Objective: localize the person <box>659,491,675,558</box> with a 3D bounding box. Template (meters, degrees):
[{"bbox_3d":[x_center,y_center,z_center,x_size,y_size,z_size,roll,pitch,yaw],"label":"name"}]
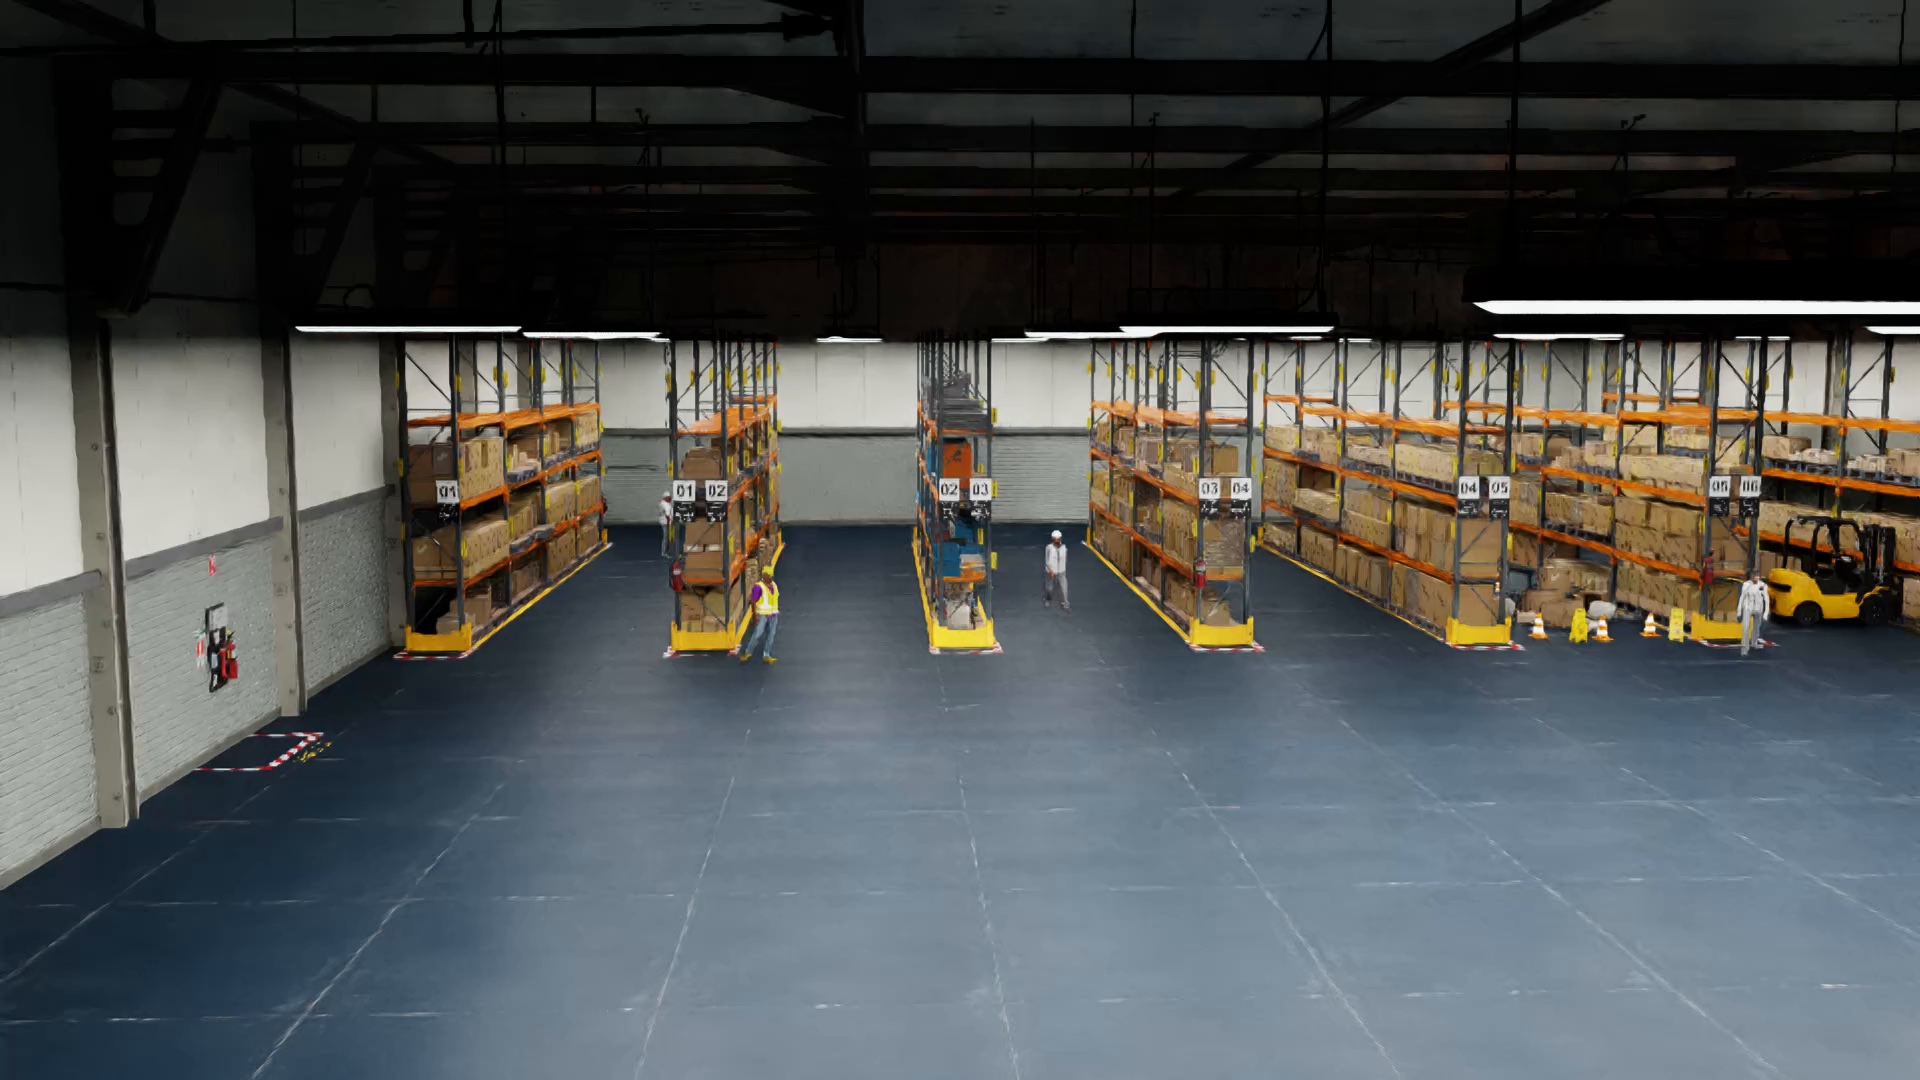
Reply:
[{"bbox_3d":[-7.827,-0.433,44.647,0.464,1.772,0.644,-3,7,-23],"label":"person"}]

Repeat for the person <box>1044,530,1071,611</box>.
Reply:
[{"bbox_3d":[2.066,0.645,35.828,0.537,1.715,1.028,-1,7,-12],"label":"person"}]

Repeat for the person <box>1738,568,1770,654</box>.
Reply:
[{"bbox_3d":[14.722,1.292,30.844,0.521,1.611,0.942,2,7,19],"label":"person"}]

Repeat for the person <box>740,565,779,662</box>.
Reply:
[{"bbox_3d":[-3.590,1.332,29.892,0.747,1.759,0.529,-6,9,-43],"label":"person"}]
